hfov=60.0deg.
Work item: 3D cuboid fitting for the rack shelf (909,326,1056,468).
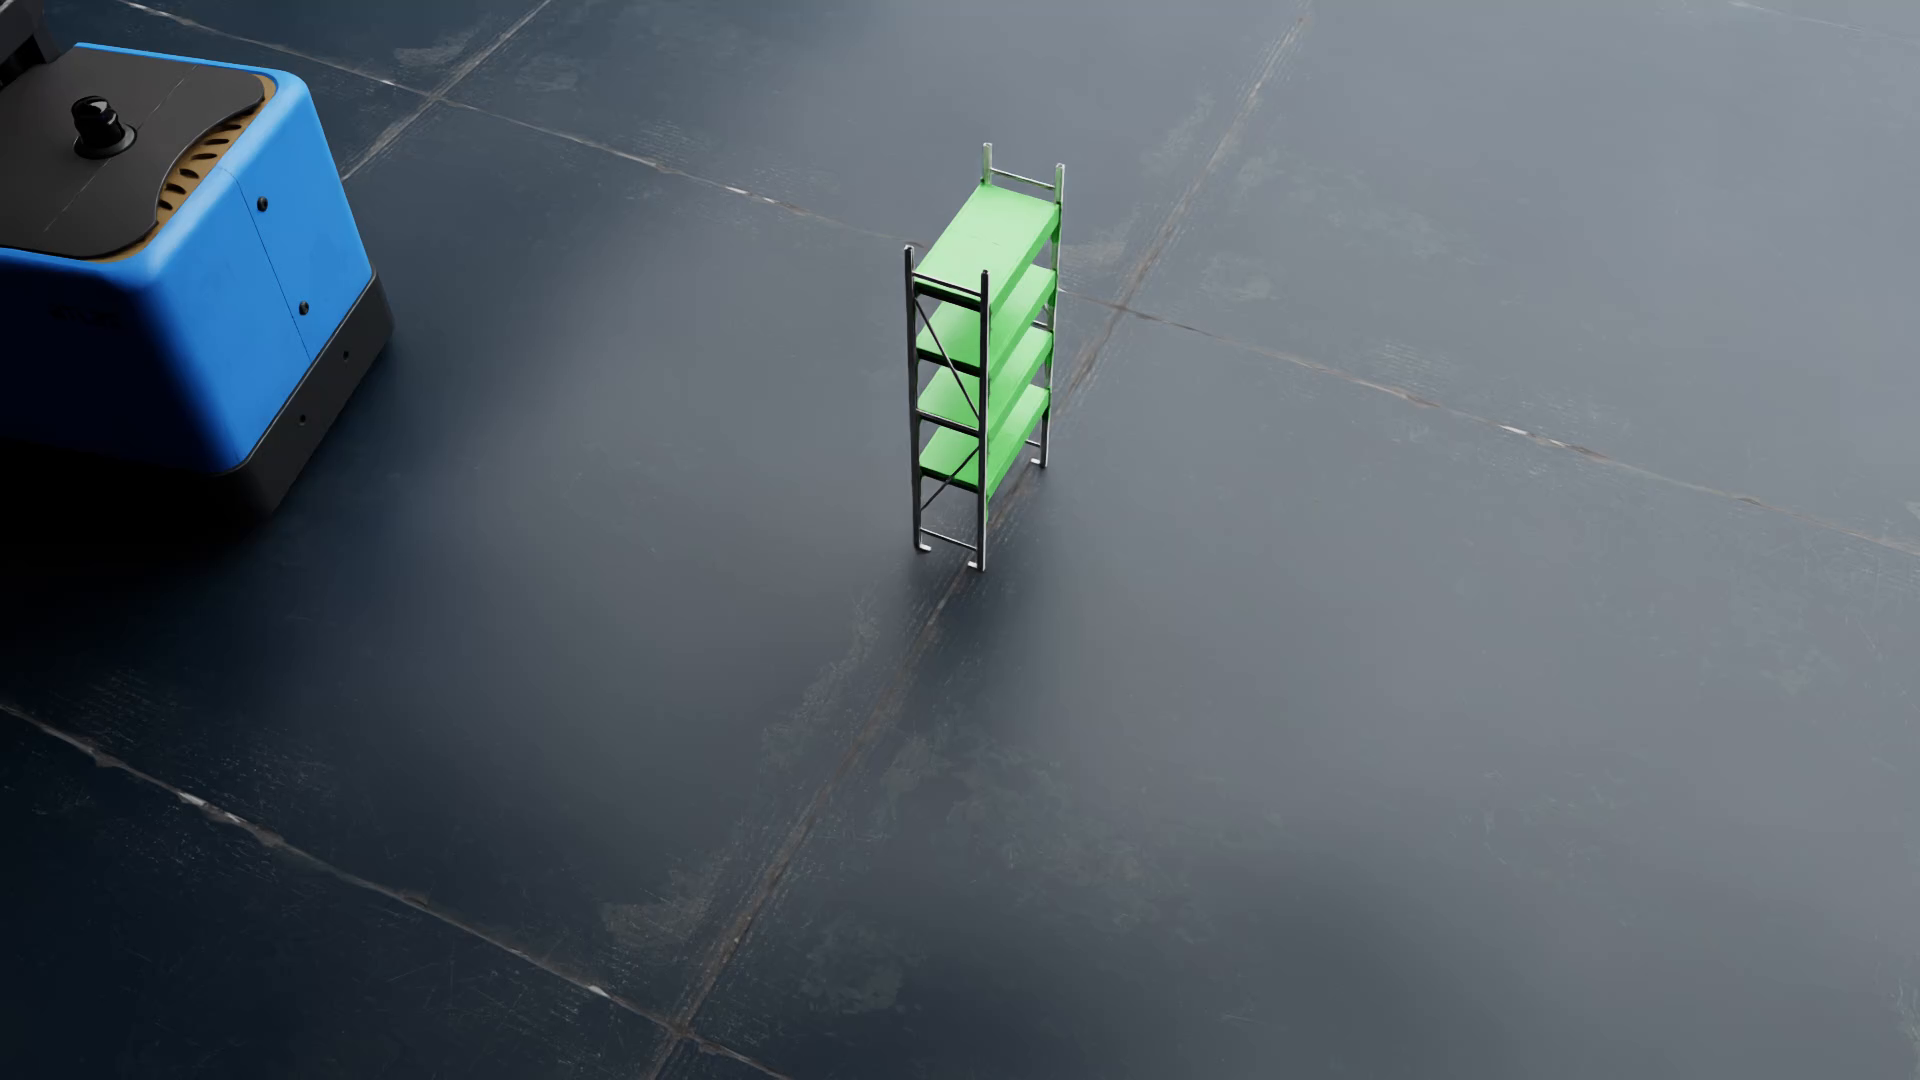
[{"bbox_3d":[0.071,-0.461,4.939,0.258,0.148,0.480,20,52,16],"label":"rack shelf"}]

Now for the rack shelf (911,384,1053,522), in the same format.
[{"bbox_3d":[0.071,-0.306,5.121,0.258,0.148,0.480,20,52,16],"label":"rack shelf"}]

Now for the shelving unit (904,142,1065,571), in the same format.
[{"bbox_3d":[0.071,-0.503,4.890,0.258,1.200,0.503,20,52,16],"label":"shelving unit"}]

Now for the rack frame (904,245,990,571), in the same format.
[{"bbox_3d":[-0.034,-0.335,4.747,0.240,1.200,0.015,20,52,16],"label":"rack frame"}]

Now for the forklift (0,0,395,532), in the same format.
[{"bbox_3d":[-3.539,-1.567,4.659,3.031,2.935,1.130,10,50,8],"label":"forklift"}]

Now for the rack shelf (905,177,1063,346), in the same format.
[{"bbox_3d":[0.071,-0.772,4.573,0.258,0.148,0.480,20,52,16],"label":"rack shelf"}]

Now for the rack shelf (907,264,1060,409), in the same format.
[{"bbox_3d":[0.071,-0.617,4.756,0.258,0.148,0.480,20,52,16],"label":"rack shelf"}]

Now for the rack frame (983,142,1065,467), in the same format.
[{"bbox_3d":[0.175,-0.671,5.033,0.240,1.200,0.015,20,52,16],"label":"rack frame"}]
